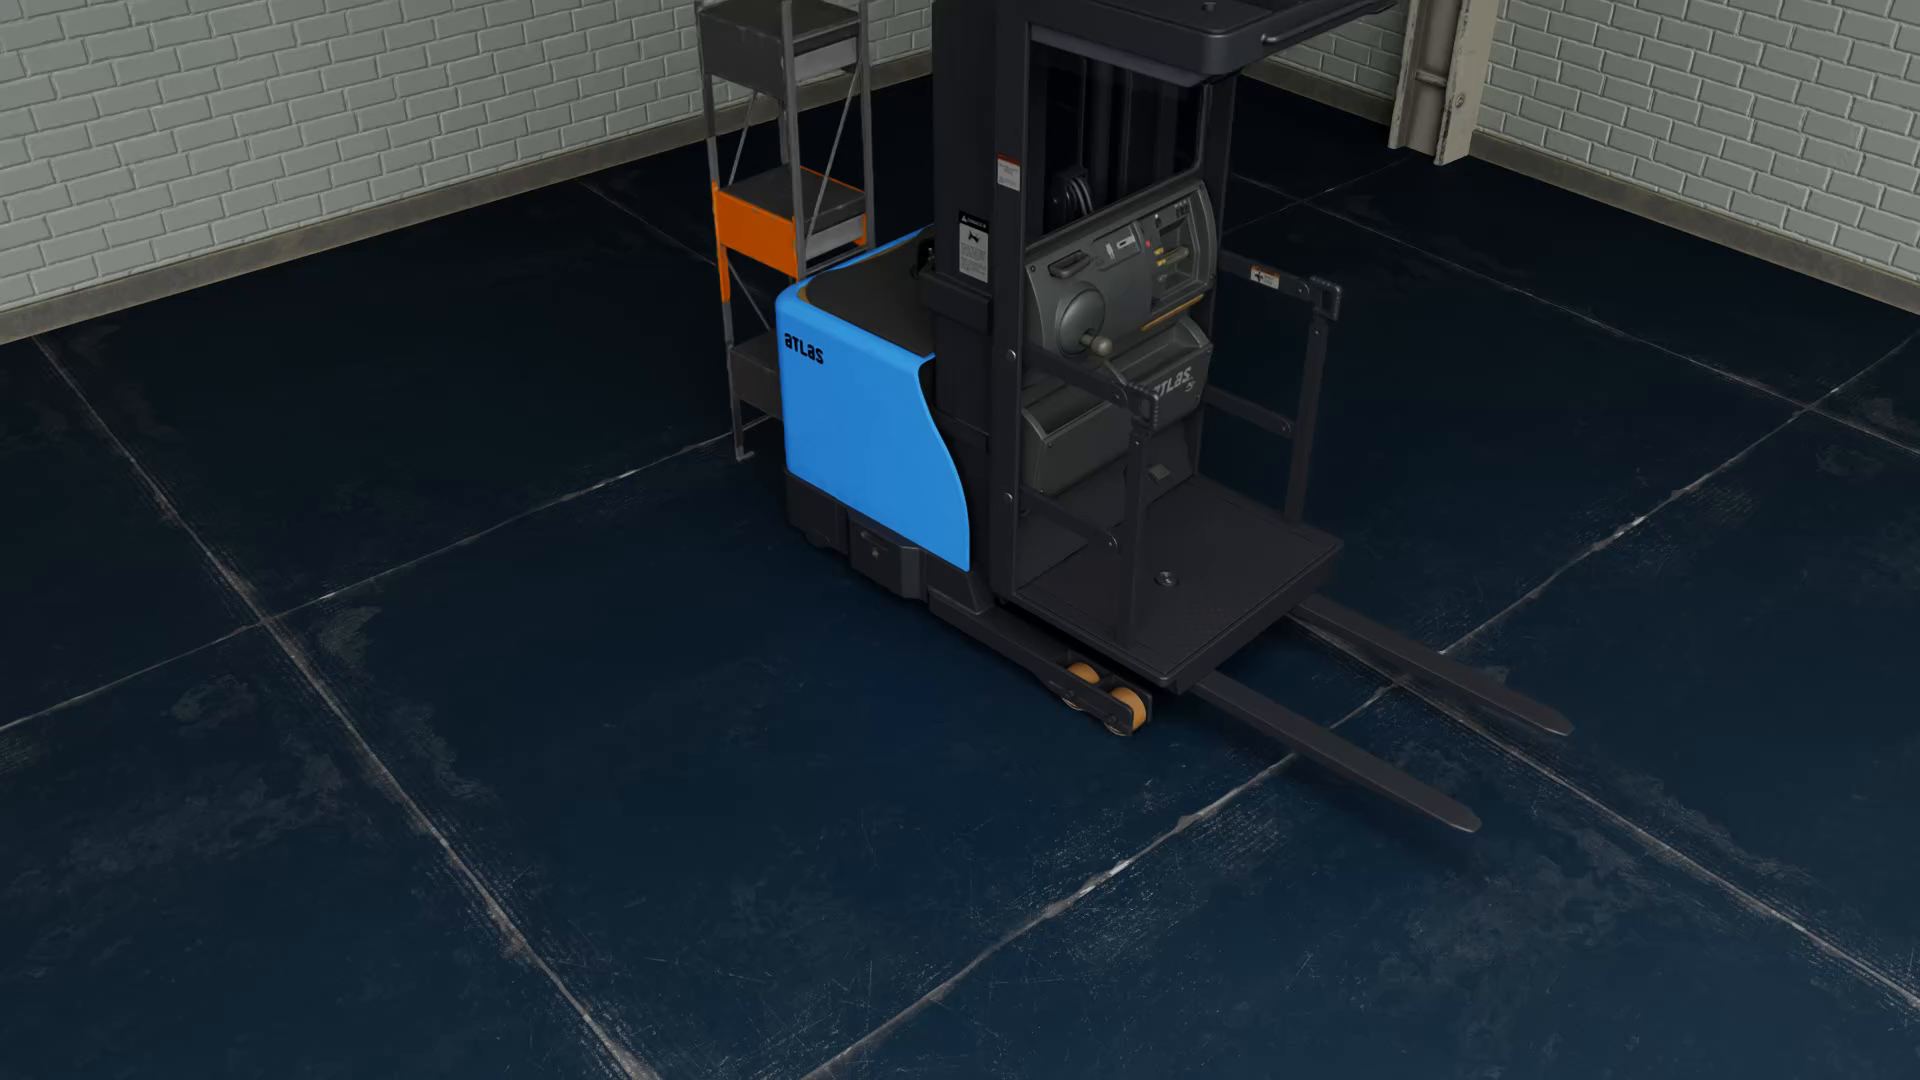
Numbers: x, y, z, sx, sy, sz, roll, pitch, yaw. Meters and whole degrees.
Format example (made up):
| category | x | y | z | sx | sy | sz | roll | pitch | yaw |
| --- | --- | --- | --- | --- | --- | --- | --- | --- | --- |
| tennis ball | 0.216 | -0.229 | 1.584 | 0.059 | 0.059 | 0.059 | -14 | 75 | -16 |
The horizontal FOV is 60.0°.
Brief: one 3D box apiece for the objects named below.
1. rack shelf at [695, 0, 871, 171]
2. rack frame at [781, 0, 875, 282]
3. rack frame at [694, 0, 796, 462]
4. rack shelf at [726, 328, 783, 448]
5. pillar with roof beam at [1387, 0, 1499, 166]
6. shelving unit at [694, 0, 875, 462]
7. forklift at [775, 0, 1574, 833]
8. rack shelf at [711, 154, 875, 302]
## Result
| category | x | y | z | sx | sy | sz | roll | pitch | yaw |
| --- | --- | --- | --- | --- | --- | --- | --- | --- | --- |
| rack shelf | -0.655 | -1.746 | 6.211 | 0.480 | 0.518 | 0.431 | 29 | 44 | 34 |
| rack frame | -0.478 | -1.089 | 6.471 | 0.015 | 2.100 | 0.400 | 29 | 44 | 34 |
| rack frame | -0.832 | -1.283 | 6.745 | 0.015 | 2.100 | 0.400 | 29 | 44 | 34 |
| rack shelf | -0.655 | -0.603 | 7.020 | 0.480 | 0.518 | 0.431 | 29 | 44 | 34 |
| pillar with roof beam | -0.442 | -4.436 | 5.227 | 9.100 | 9.000 | 0.400 | -26 | 43 | -32 |
| shelving unit | -0.655 | -1.186 | 6.608 | 0.503 | 2.100 | 0.431 | 29 | 44 | 34 |
| forklift | 0.705 | -0.859 | 5.427 | 3.031 | 2.935 | 1.130 | 29 | 44 | 34 |
| rack shelf | -0.655 | -1.175 | 6.616 | 0.480 | 0.518 | 0.431 | 29 | 44 | 34 |
